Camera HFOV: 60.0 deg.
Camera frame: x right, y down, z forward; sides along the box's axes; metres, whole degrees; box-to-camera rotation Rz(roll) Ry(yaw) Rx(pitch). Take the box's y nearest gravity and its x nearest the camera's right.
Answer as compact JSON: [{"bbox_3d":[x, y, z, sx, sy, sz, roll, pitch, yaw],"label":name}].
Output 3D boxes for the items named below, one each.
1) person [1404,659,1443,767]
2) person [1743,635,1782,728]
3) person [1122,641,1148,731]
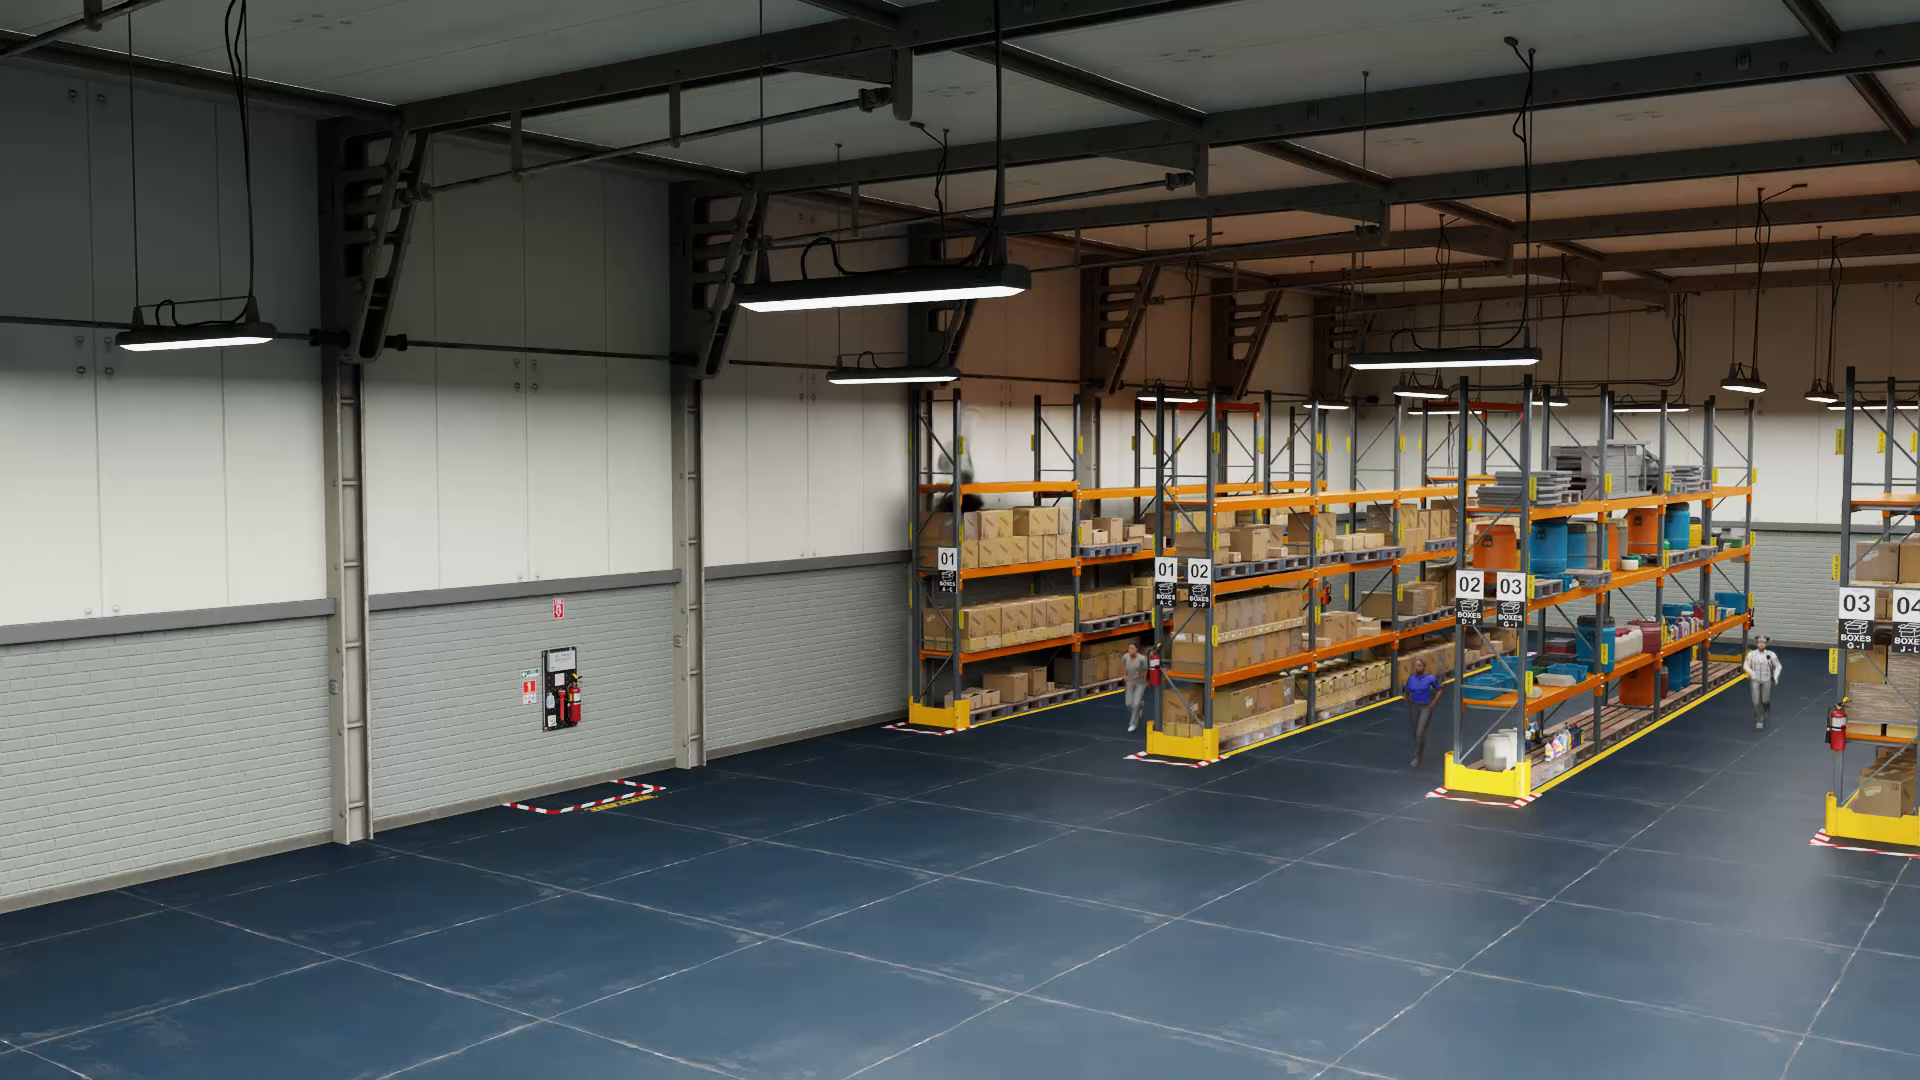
[{"bbox_3d":[7.285,2.700,26.209,0.588,1.658,0.802,2,4,37],"label":"person"},{"bbox_3d":[14.206,2.503,29.477,0.612,1.658,0.548,2,4,30],"label":"person"},{"bbox_3d":[3.089,2.556,29.236,0.554,1.600,0.703,1,4,22],"label":"person"}]
